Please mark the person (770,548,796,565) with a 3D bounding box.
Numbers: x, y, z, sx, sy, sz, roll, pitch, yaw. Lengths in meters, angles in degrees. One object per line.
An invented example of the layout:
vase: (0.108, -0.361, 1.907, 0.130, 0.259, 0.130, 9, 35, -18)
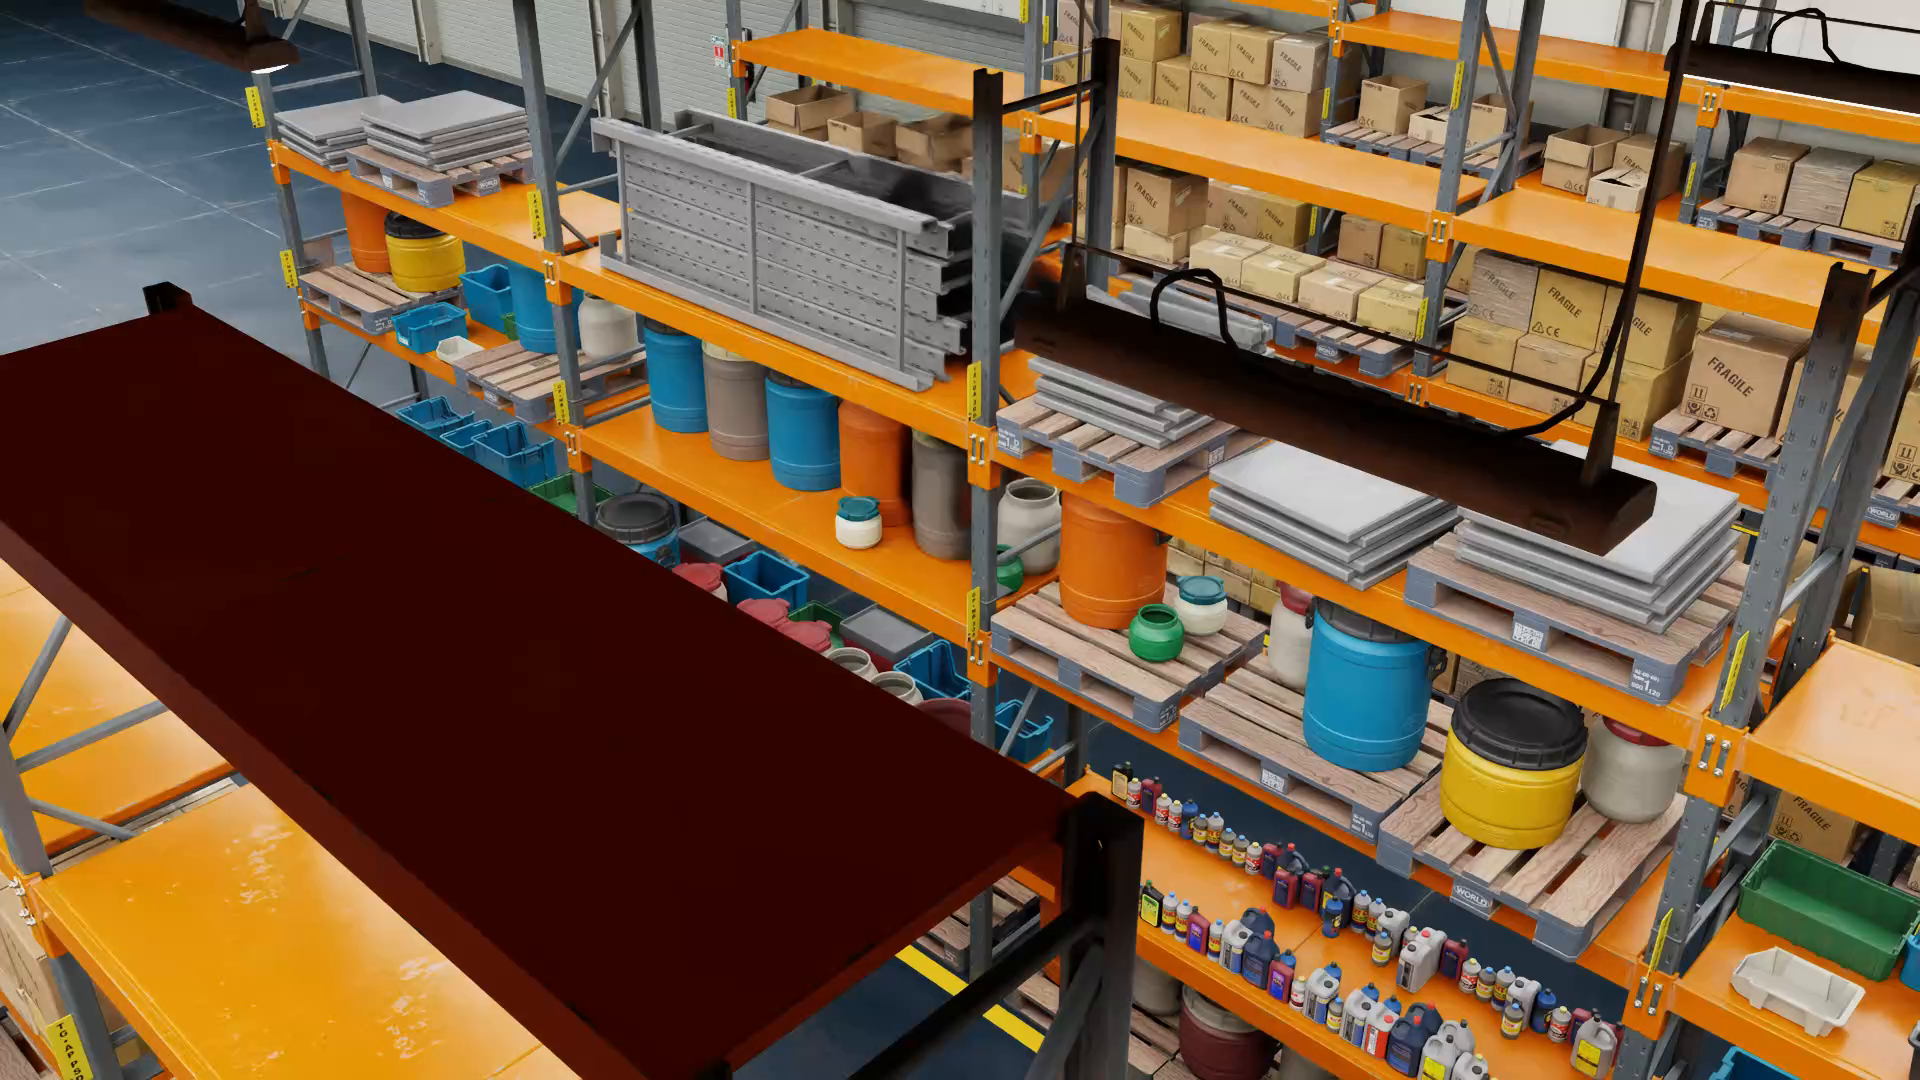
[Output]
person: (-1.927, -0.419, 15.186, 0.885, 1.777, 0.682, 16, 33, 26)
